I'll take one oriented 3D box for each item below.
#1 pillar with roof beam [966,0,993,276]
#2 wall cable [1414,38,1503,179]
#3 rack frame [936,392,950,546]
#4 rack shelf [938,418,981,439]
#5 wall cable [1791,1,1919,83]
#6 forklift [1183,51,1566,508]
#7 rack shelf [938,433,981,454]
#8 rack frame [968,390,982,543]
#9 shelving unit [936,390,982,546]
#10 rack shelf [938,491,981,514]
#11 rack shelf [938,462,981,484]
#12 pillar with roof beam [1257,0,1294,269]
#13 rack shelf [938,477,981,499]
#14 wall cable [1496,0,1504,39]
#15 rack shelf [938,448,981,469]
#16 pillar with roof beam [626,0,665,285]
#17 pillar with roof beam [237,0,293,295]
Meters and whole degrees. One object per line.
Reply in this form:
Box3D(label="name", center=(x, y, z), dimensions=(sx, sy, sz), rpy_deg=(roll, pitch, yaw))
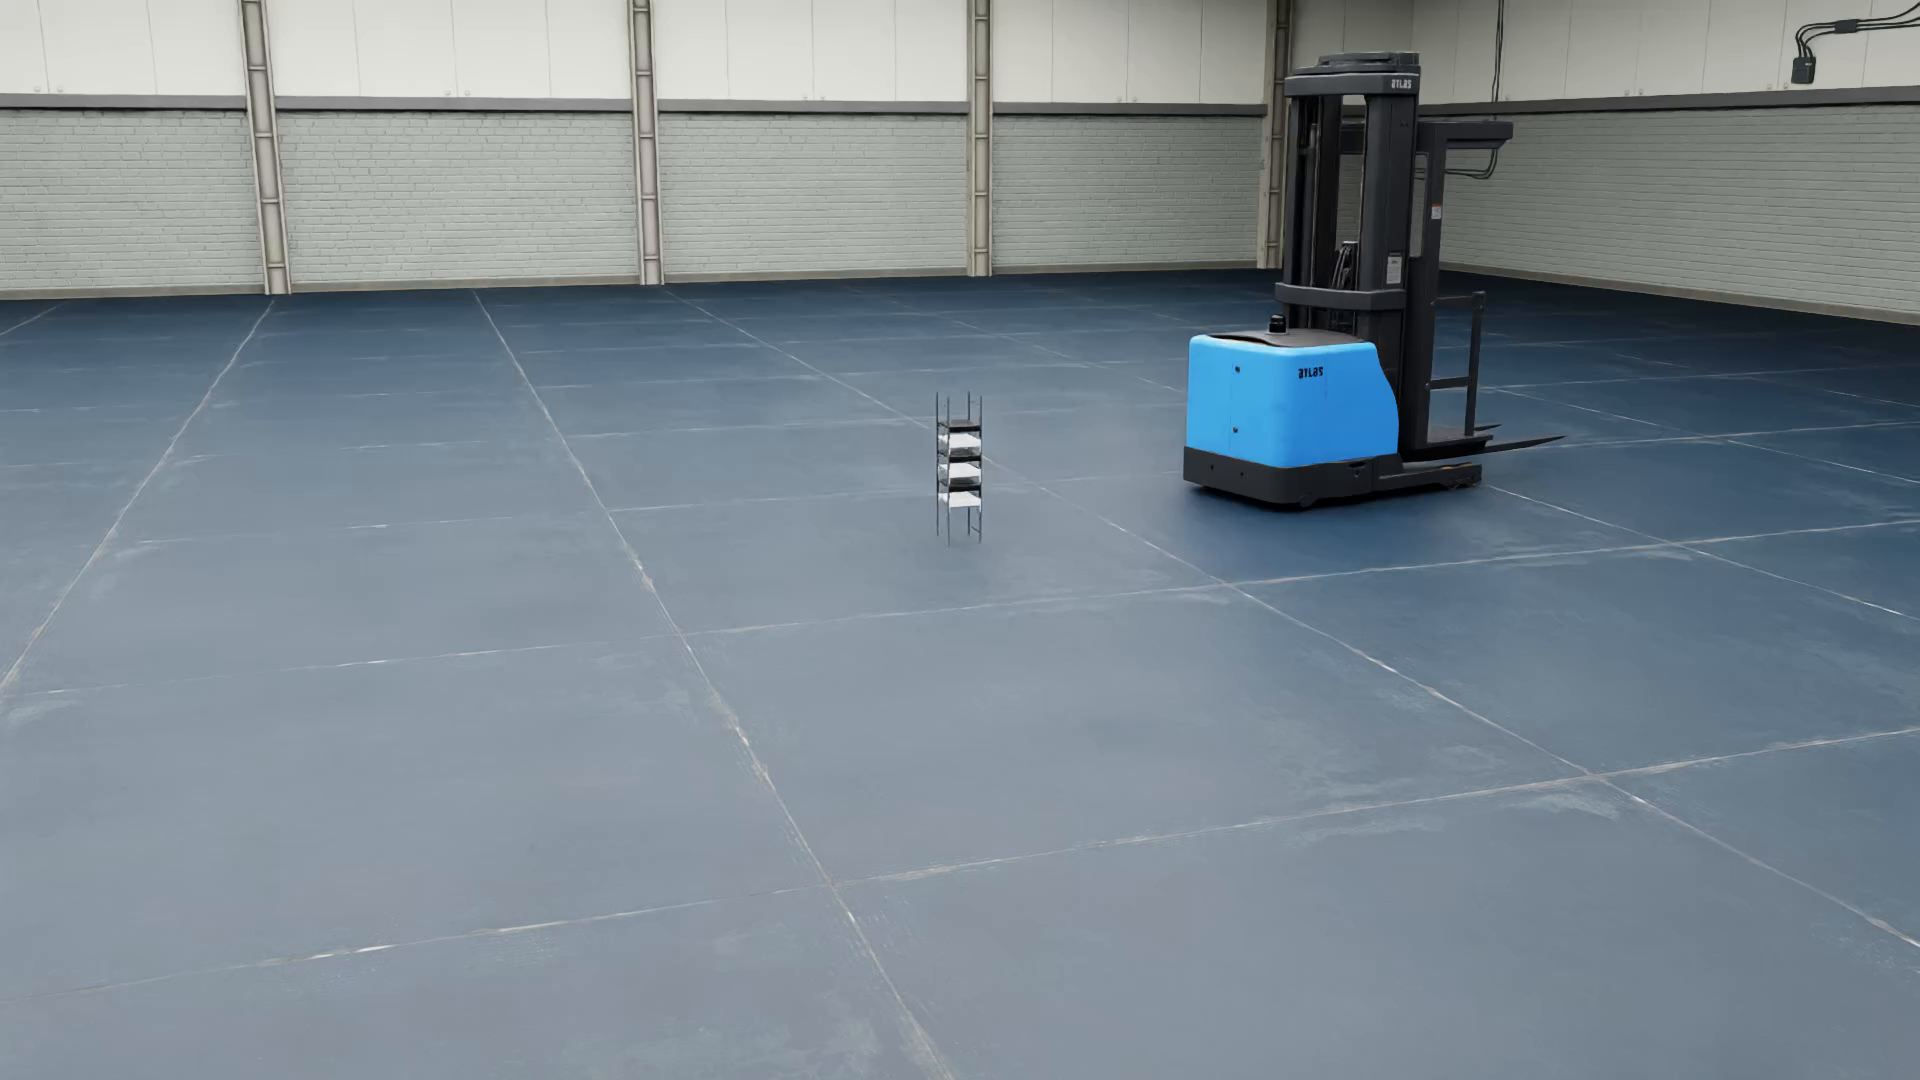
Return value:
Box3D(label="pillar with roof beam", center=(1.726, -8.309, 25.627), dimensions=(0.400, 9.000, 9.100), rpy_deg=(-4, 14, -18))
Box3D(label="wall cable", center=(9.254, -8.113, 31.513), dimensions=(0.112, 2.526, 3.097), rpy_deg=(-4, 14, -18))
Box3D(label="rack frame", center=(-0.104, -0.430, 10.005), dimensions=(0.006, 0.900, 0.240), rpy_deg=(-4, 14, -18))
Box3D(label="rack shelf", center=(-0.008, -0.667, 9.981), dimensions=(0.200, 0.077, 0.258), rpy_deg=(-4, 14, -18))
Box3D(label="wall cable", center=(12.266, -9.194, 22.001), dimensions=(0.169, 6.003, 2.305), rpy_deg=(-4, 14, -18))
Box3D(label="forklift", center=(3.081, -1.870, 11.672), dimensions=(3.031, 2.935, 1.130), rpy_deg=(-8, 16, -31))
Box3D(label="rack shelf", center=(-0.008, -0.580, 10.002), dimensions=(0.200, 0.077, 0.258), rpy_deg=(-4, 14, -18))
Box3D(label="rack frame", center=(0.089, -0.445, 10.068), dimensions=(0.006, 0.900, 0.240), rpy_deg=(-4, 14, -18))
Box3D(label="shelving unit", center=(-0.008, -0.437, 10.036), dimensions=(0.210, 0.900, 0.258), rpy_deg=(-4, 14, -18))
Box3D(label="rack shelf", center=(-0.008, -0.230, 10.086), dimensions=(0.200, 0.077, 0.258), rpy_deg=(-4, 14, -18))
Box3D(label="rack shelf", center=(-0.008, -0.405, 10.044), dimensions=(0.200, 0.077, 0.258), rpy_deg=(-4, 14, -18))
Box3D(label="pillar with roof beam", center=(7.413, -8.752, 27.489), dimensions=(0.400, 9.000, 9.100), rpy_deg=(-4, 14, -18))
Box3D(label="rack shelf", center=(-0.008, -0.317, 10.065), dimensions=(0.200, 0.077, 0.258), rpy_deg=(-4, 14, -18))
Box3D(label="wall cable", center=(10.116, -9.976, 28.434), dimensions=(0.112, 2.526, 3.097), rpy_deg=(-4, 14, -18))
Box3D(label="rack shelf", center=(-0.008, -0.492, 10.023), dimensions=(0.200, 0.077, 0.258), rpy_deg=(-4, 14, -18))
Box3D(label="pillar with roof beam", center=(-3.961, -7.866, 23.766), dimensions=(0.400, 9.000, 9.100), rpy_deg=(-4, 14, -18))
Box3D(label="pillar with roof beam", center=(-9.647, -7.423, 21.904), dimensions=(0.400, 9.000, 9.100), rpy_deg=(-4, 14, -18))
